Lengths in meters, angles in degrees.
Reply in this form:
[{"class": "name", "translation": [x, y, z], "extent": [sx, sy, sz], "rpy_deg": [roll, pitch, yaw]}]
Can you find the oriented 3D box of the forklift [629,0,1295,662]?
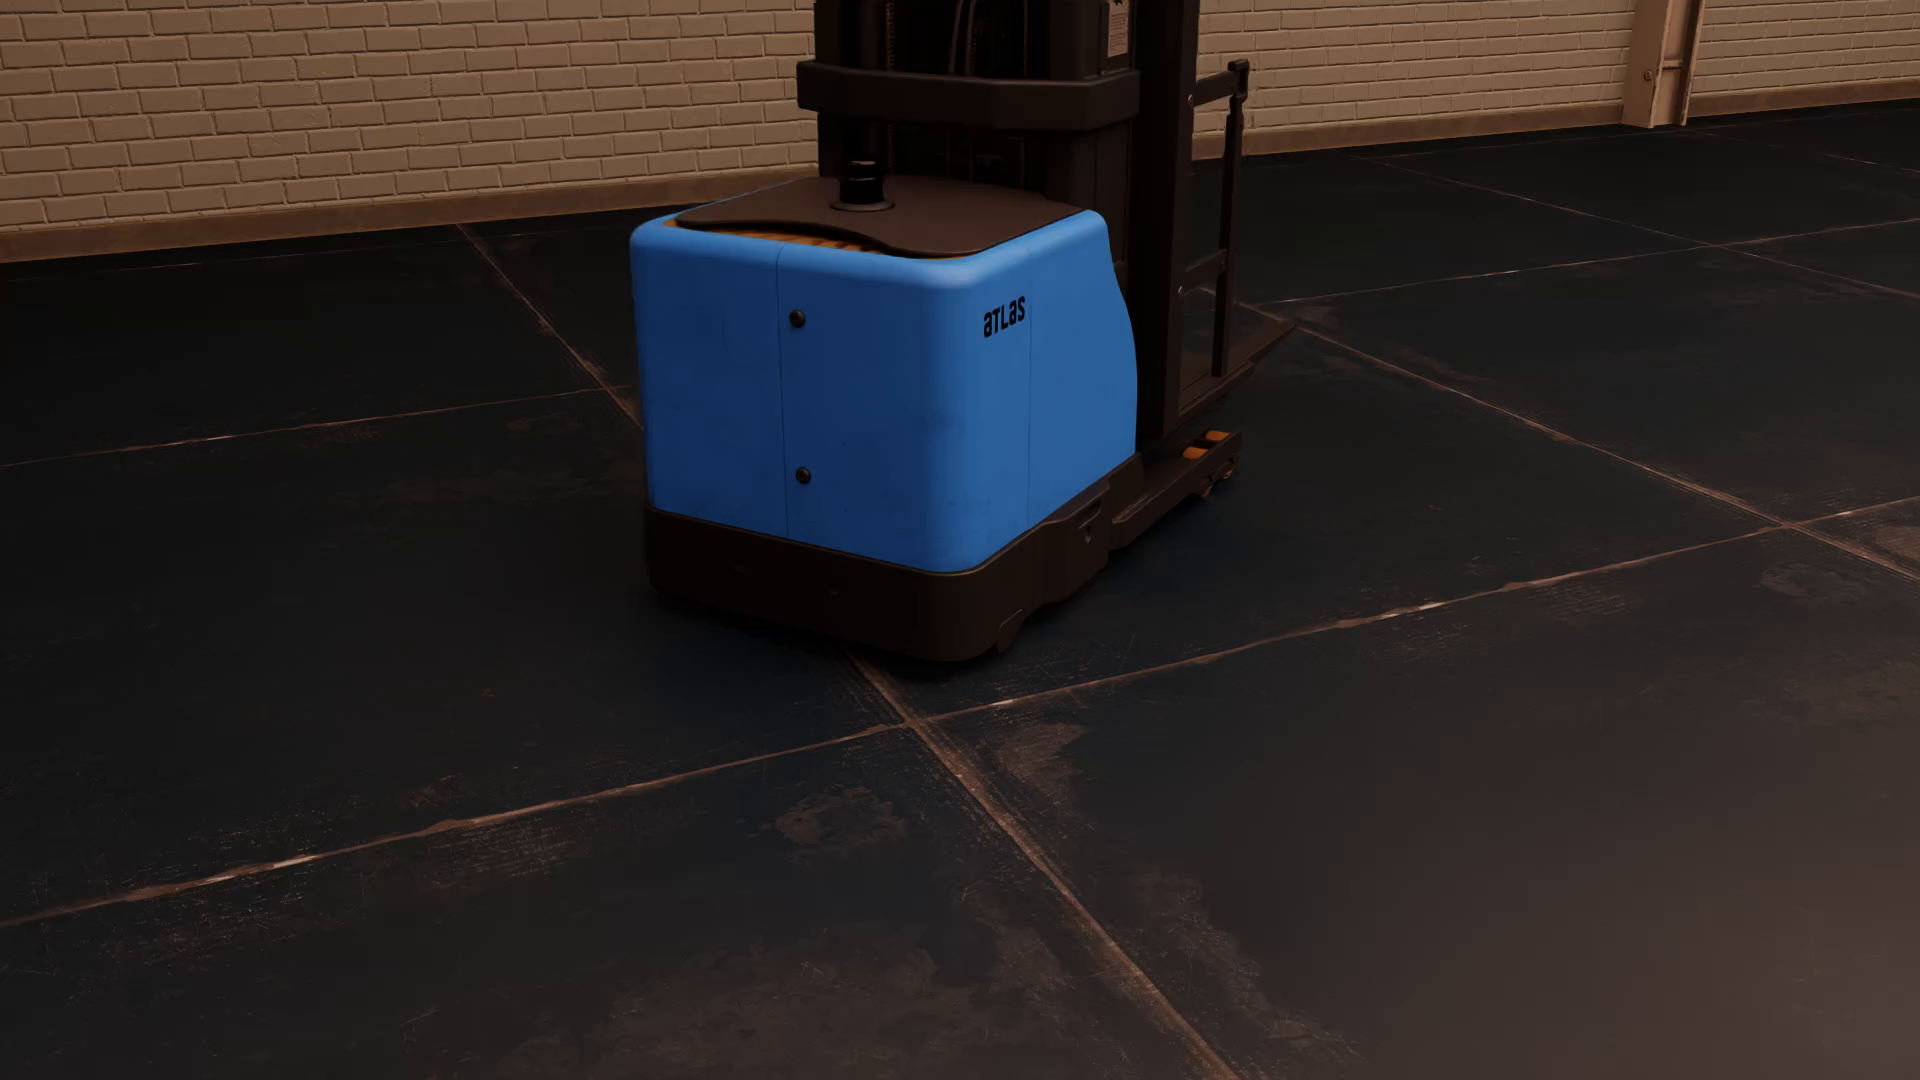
[{"class": "forklift", "translation": [0.294, -1.569, 5.063], "extent": [1.130, 2.935, 3.031], "rpy_deg": [12, 25, 27]}]
